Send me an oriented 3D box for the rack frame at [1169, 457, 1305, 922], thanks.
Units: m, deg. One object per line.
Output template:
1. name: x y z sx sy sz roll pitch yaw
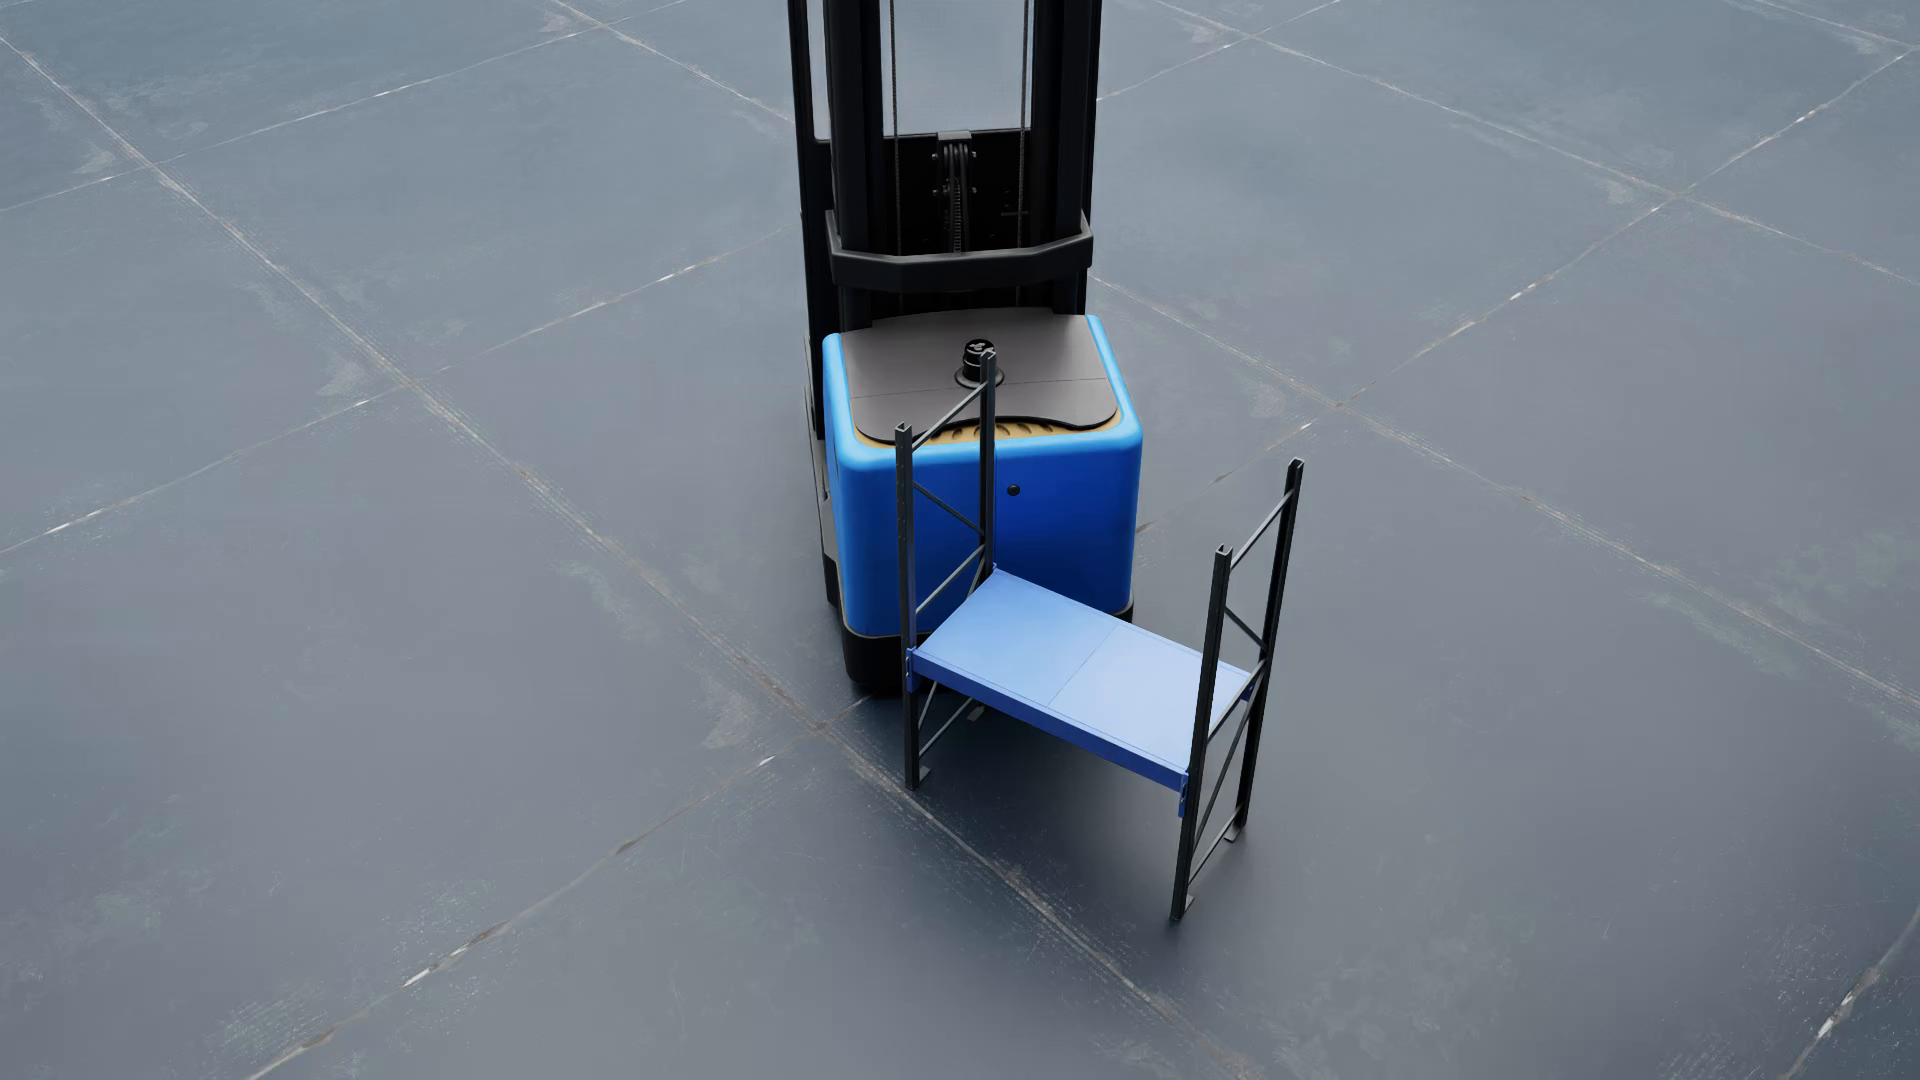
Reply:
1. rack frame: 0.813 0.487 4.953 0.032 1.500 0.500 22 44 25

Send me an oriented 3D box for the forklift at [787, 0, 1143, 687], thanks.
1. forklift: -0.086 -1.533 6.315 1.130 2.935 3.031 -5 39 -6

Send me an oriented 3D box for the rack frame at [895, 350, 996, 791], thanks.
1. rack frame: -0.038 0.138 5.385 0.032 1.500 0.500 22 44 25

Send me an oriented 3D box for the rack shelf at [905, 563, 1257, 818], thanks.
1. rack shelf: 0.387 0.453 5.282 1.000 0.185 0.538 22 44 25

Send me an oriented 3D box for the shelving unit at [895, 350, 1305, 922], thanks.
1. shelving unit: 0.387 0.313 5.169 1.048 1.500 0.538 22 44 25
